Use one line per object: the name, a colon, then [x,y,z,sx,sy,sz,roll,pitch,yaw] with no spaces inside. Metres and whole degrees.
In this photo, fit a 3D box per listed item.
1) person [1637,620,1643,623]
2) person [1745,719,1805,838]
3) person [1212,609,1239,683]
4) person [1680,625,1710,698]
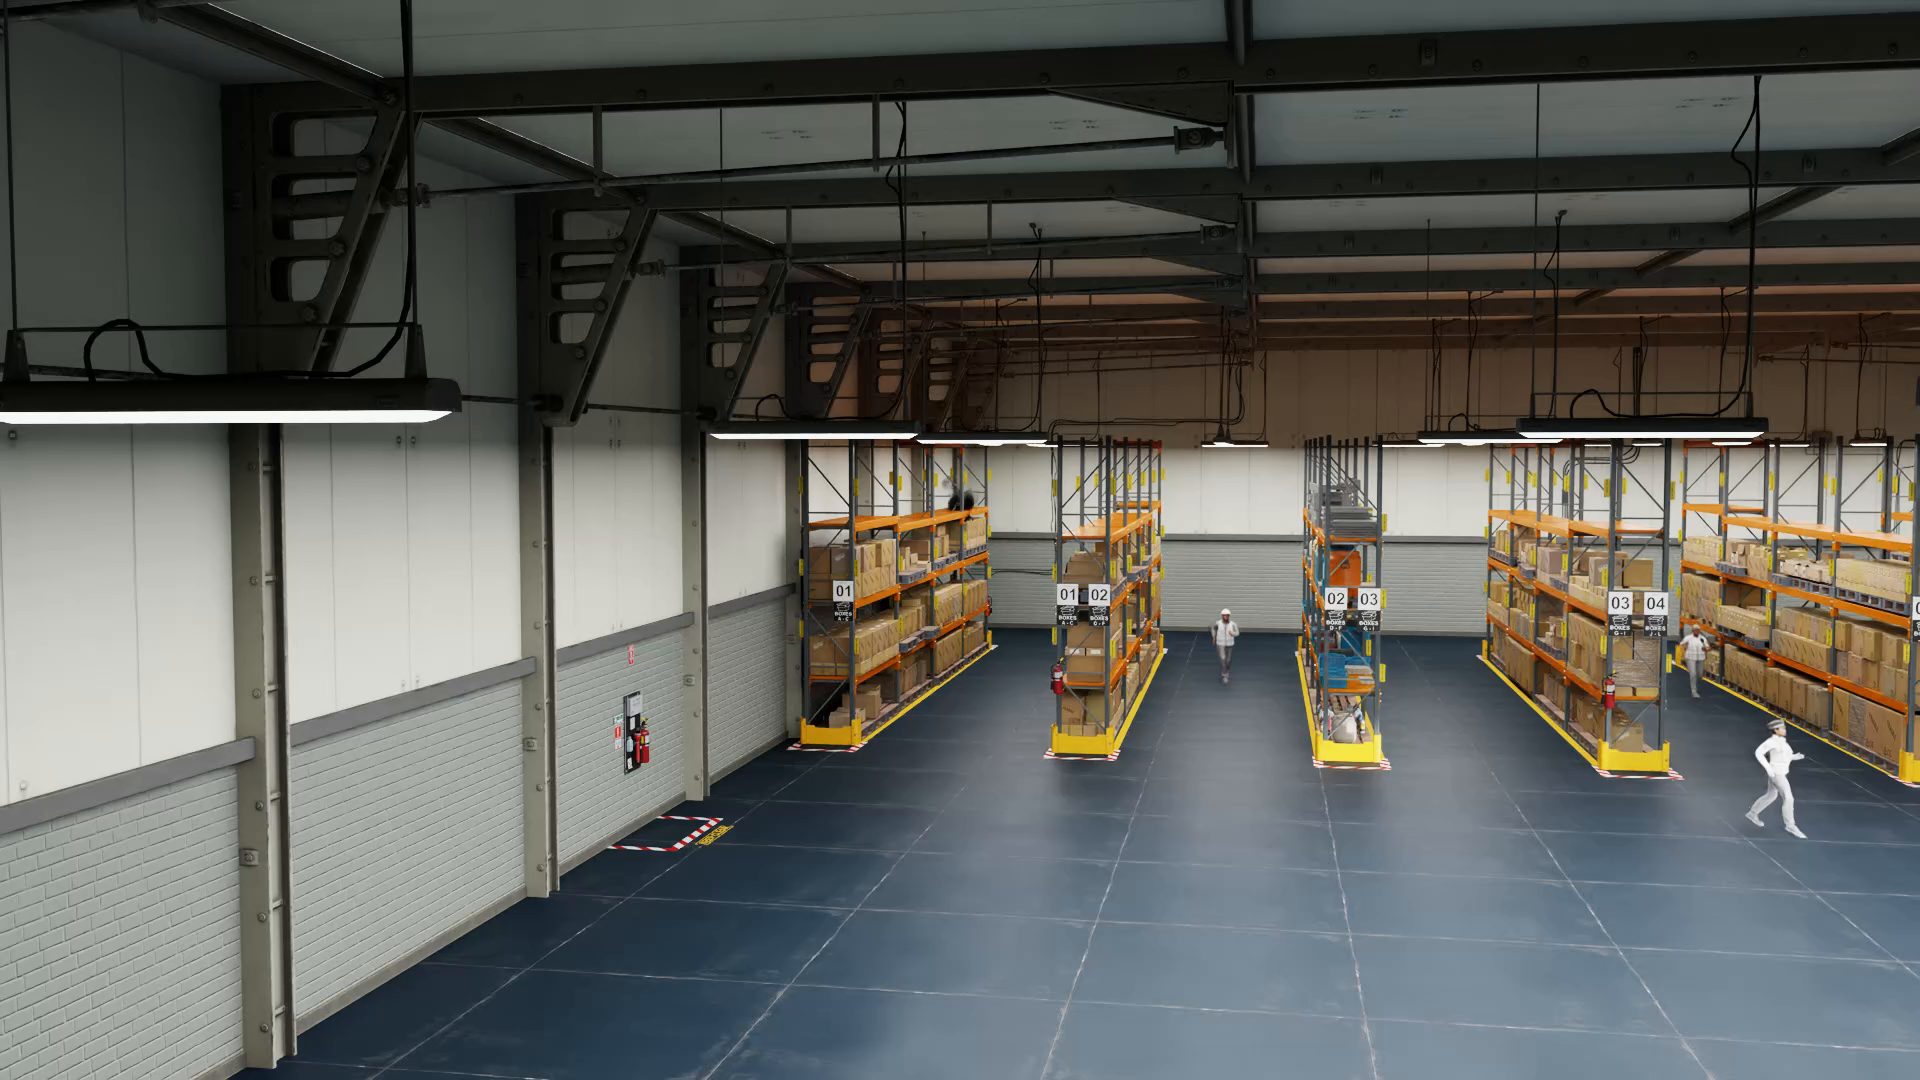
person: [18.171,2.489,45.130,0.677,1.589,0.550,2,4,29]
person: [12.180,3.518,24.814,0.854,1.728,0.596,2,4,38]
person: [6.555,2.587,41.052,0.645,1.779,0.953,0,3,1]
person: [17.090,2.787,38.646,0.589,1.648,0.921,0,3,7]
